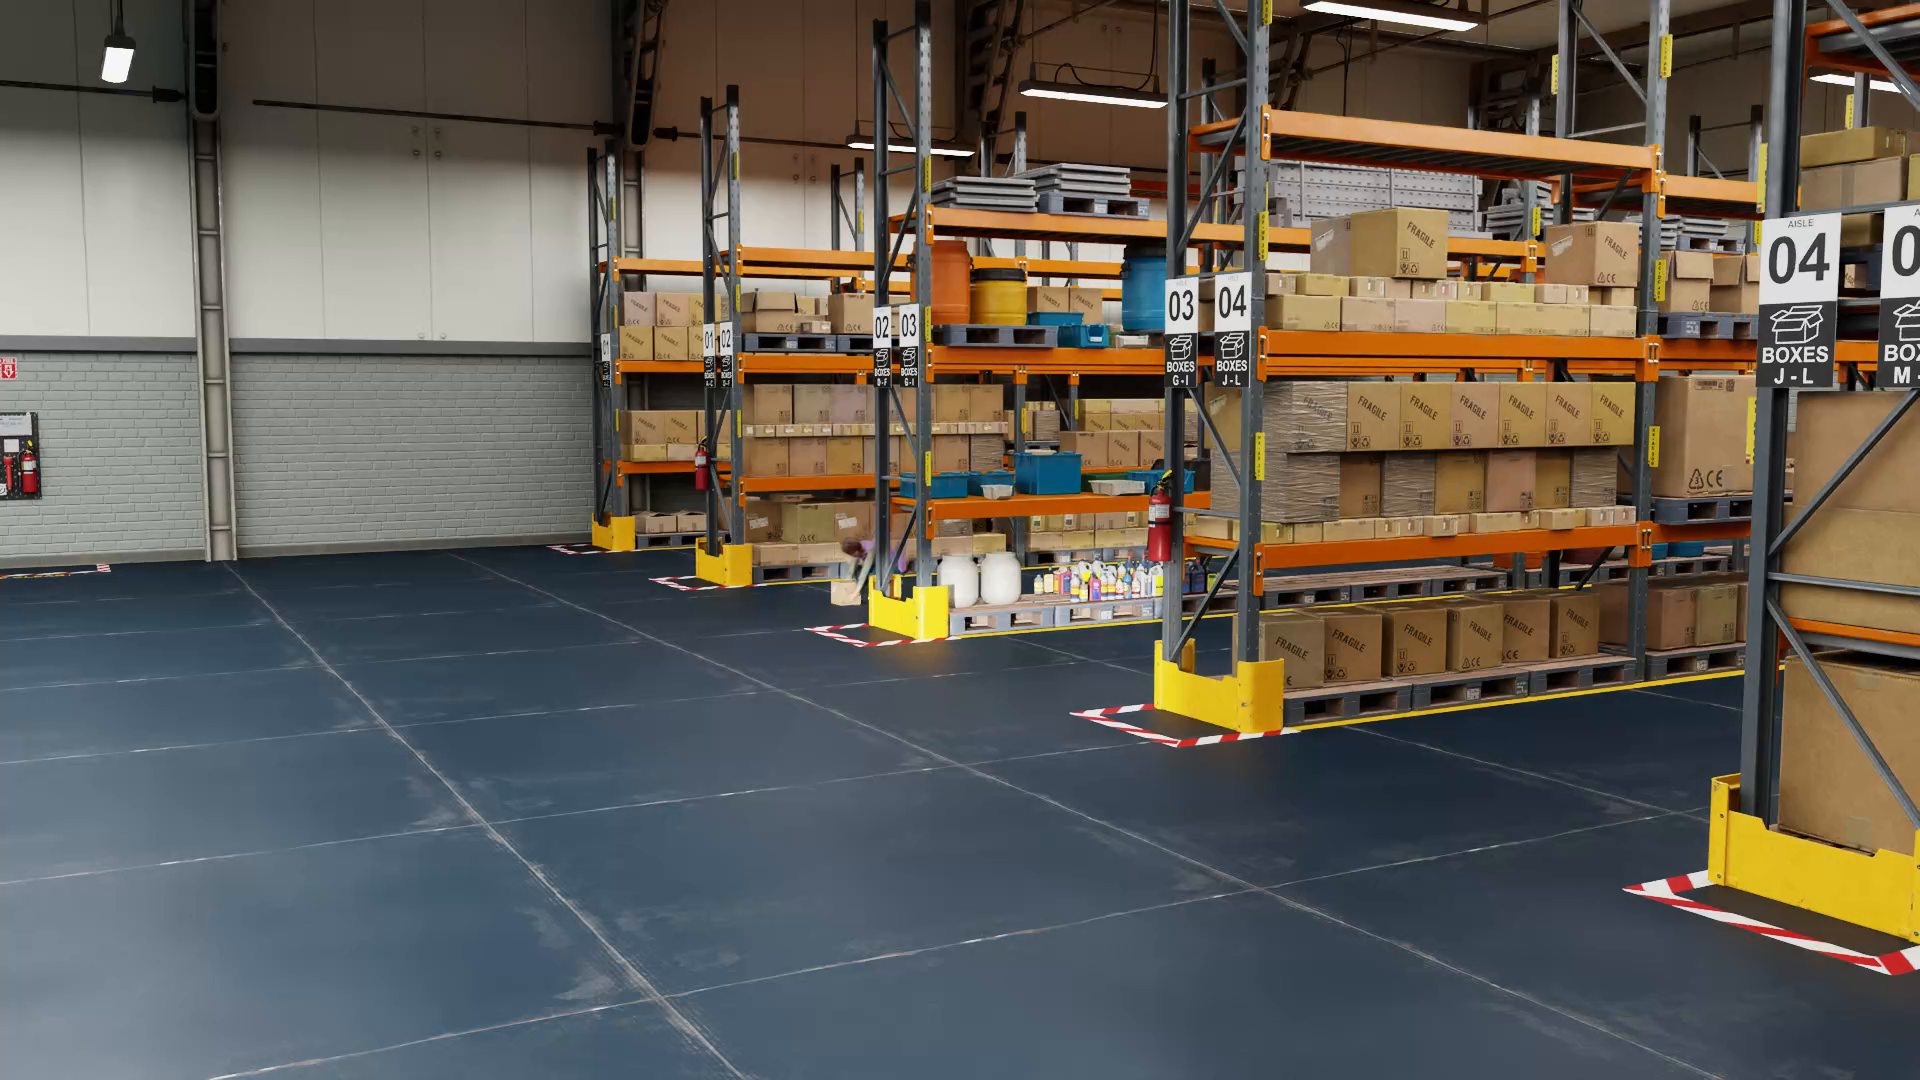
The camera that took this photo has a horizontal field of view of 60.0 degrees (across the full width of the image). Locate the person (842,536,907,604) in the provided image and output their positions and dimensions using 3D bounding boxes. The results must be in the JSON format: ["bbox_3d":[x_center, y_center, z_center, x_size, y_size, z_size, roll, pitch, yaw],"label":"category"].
[{"bbox_3d":[-0.976,0.323,18.719,0.806,0.767,0.436,-3,6,-29],"label":"person"}]
